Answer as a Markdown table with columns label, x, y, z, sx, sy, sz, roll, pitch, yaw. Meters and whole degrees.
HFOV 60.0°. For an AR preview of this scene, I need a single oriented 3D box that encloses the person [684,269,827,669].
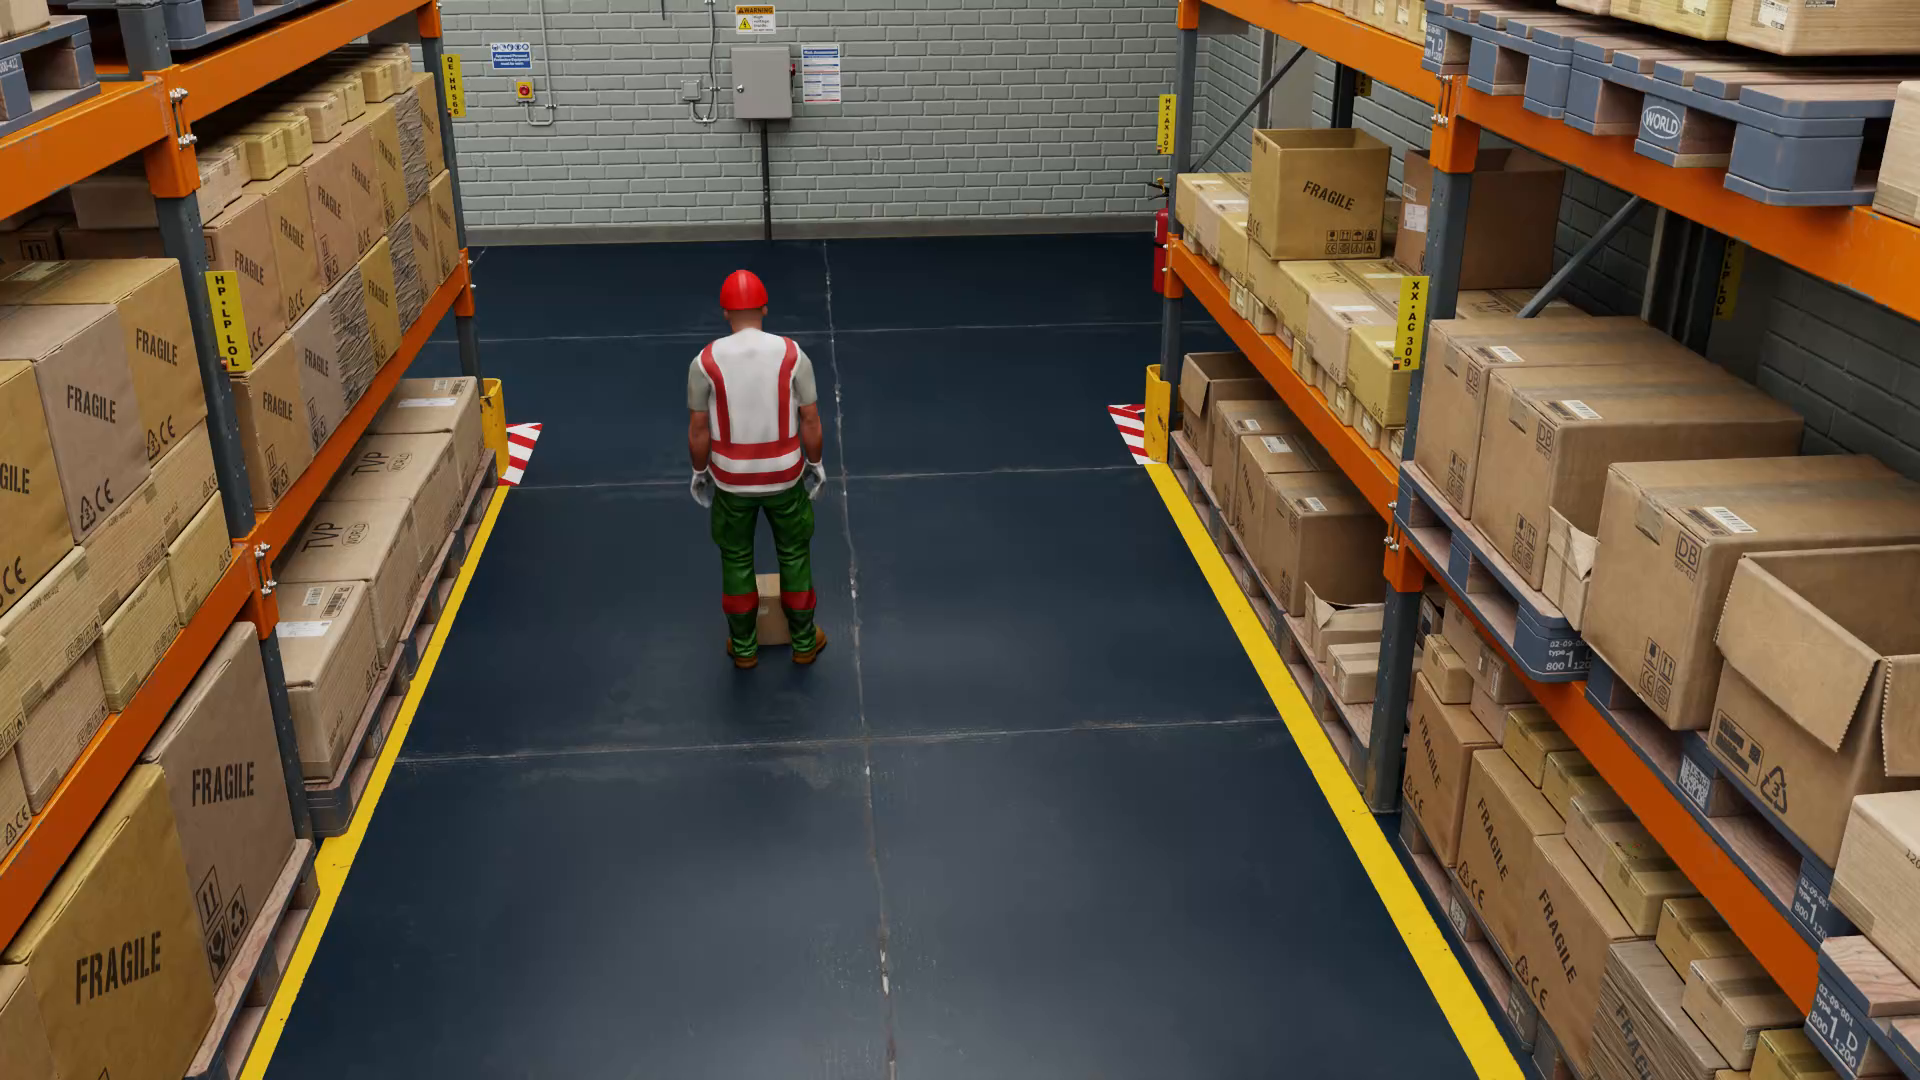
| label | x | y | z | sx | sy | sz | roll | pitch | yaw |
| --- | --- | --- | --- | --- | --- | --- | --- | --- | --- |
| person | -0.890 | -0.285 | 7.240 | 0.614 | 1.775 | 0.452 | -4 | 24 | -8 |
